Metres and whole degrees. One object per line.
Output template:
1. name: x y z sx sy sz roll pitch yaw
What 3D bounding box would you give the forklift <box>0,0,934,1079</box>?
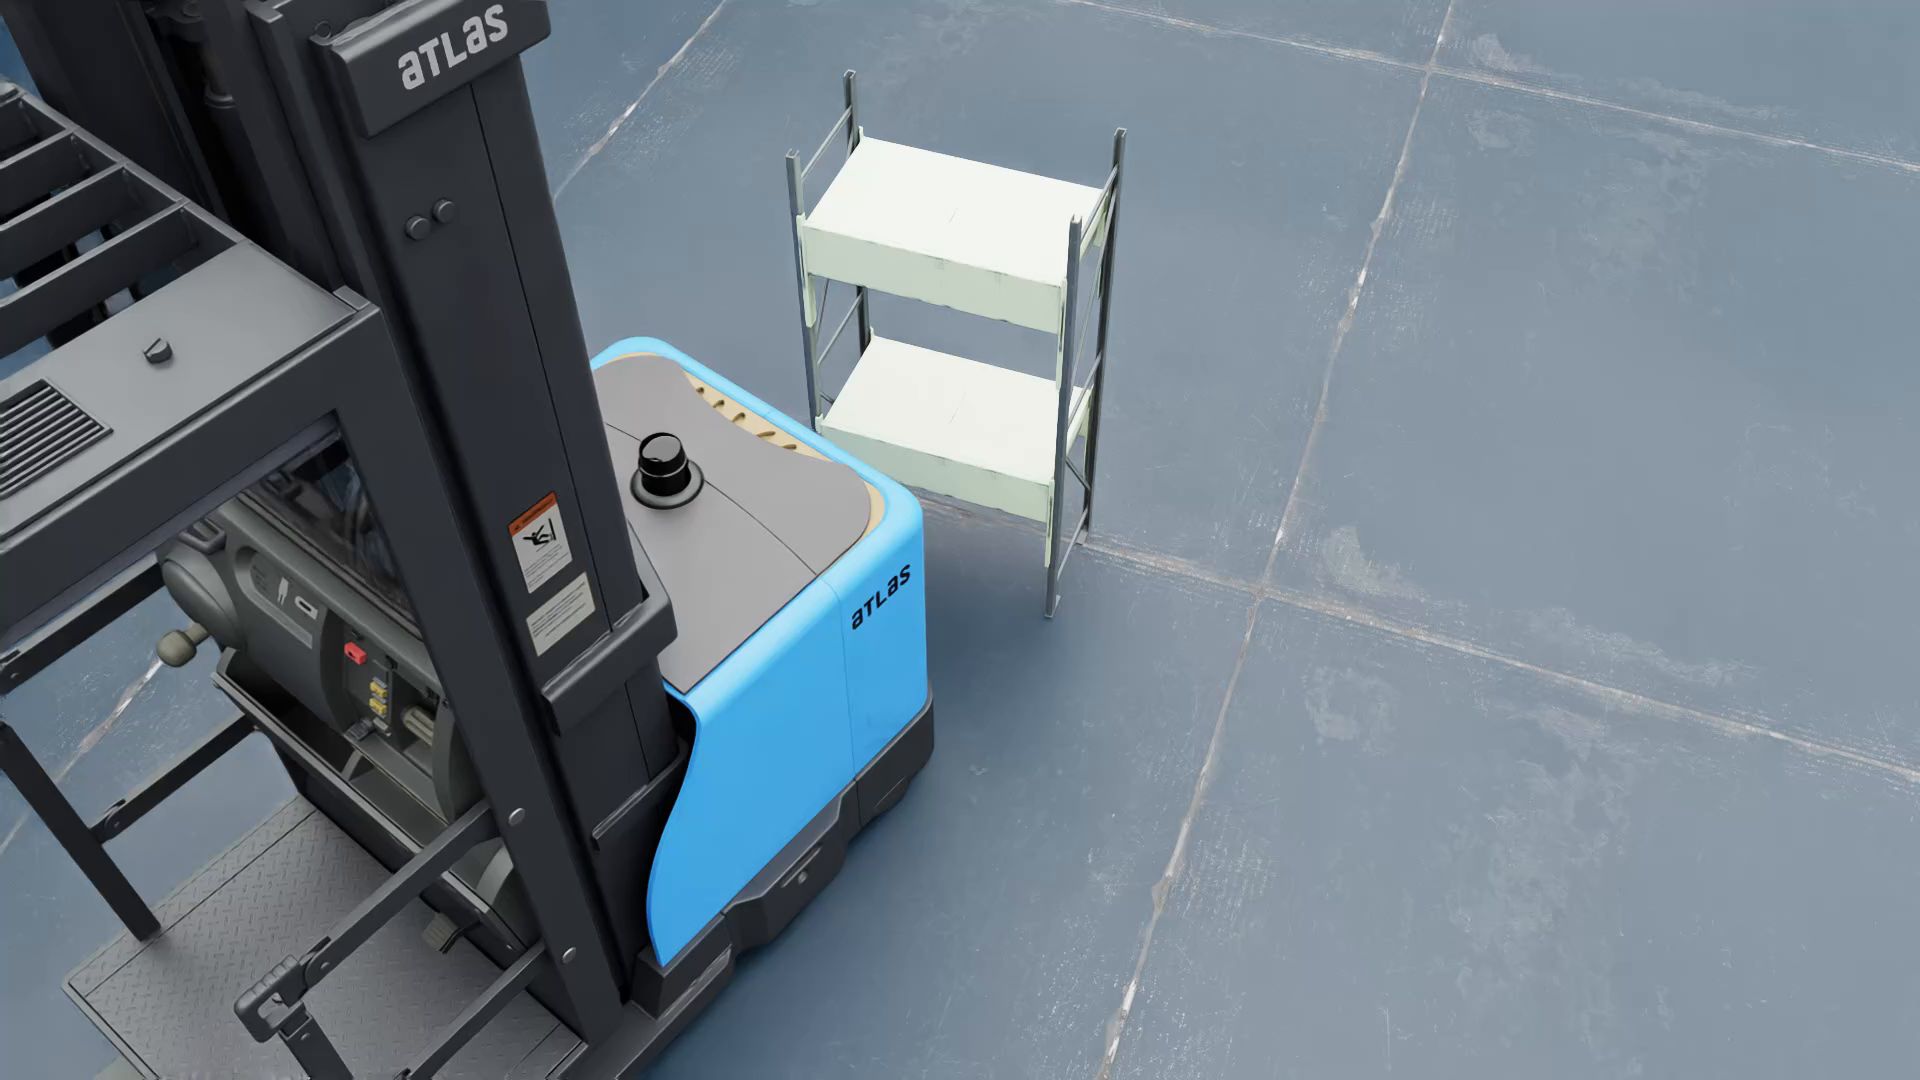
1. forklift: -1.390 0.285 3.063 1.130 2.935 3.031 31 56 24

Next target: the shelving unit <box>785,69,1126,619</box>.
1. shelving unit: -0.006 -0.493 4.685 0.755 1.500 0.431 16 51 13

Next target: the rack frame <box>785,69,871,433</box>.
1. rack frame: -0.350 -0.589 4.768 0.023 1.500 0.400 16 51 13

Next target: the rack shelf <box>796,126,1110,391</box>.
1. rack shelf: -0.006 -0.749 4.390 0.720 0.370 0.431 16 51 13

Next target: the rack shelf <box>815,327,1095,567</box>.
1. rack shelf: -0.006 -0.279 4.931 0.720 0.370 0.431 16 51 13

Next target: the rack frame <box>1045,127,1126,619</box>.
1. rack frame: 0.337 -0.397 4.602 0.023 1.500 0.400 16 51 13
